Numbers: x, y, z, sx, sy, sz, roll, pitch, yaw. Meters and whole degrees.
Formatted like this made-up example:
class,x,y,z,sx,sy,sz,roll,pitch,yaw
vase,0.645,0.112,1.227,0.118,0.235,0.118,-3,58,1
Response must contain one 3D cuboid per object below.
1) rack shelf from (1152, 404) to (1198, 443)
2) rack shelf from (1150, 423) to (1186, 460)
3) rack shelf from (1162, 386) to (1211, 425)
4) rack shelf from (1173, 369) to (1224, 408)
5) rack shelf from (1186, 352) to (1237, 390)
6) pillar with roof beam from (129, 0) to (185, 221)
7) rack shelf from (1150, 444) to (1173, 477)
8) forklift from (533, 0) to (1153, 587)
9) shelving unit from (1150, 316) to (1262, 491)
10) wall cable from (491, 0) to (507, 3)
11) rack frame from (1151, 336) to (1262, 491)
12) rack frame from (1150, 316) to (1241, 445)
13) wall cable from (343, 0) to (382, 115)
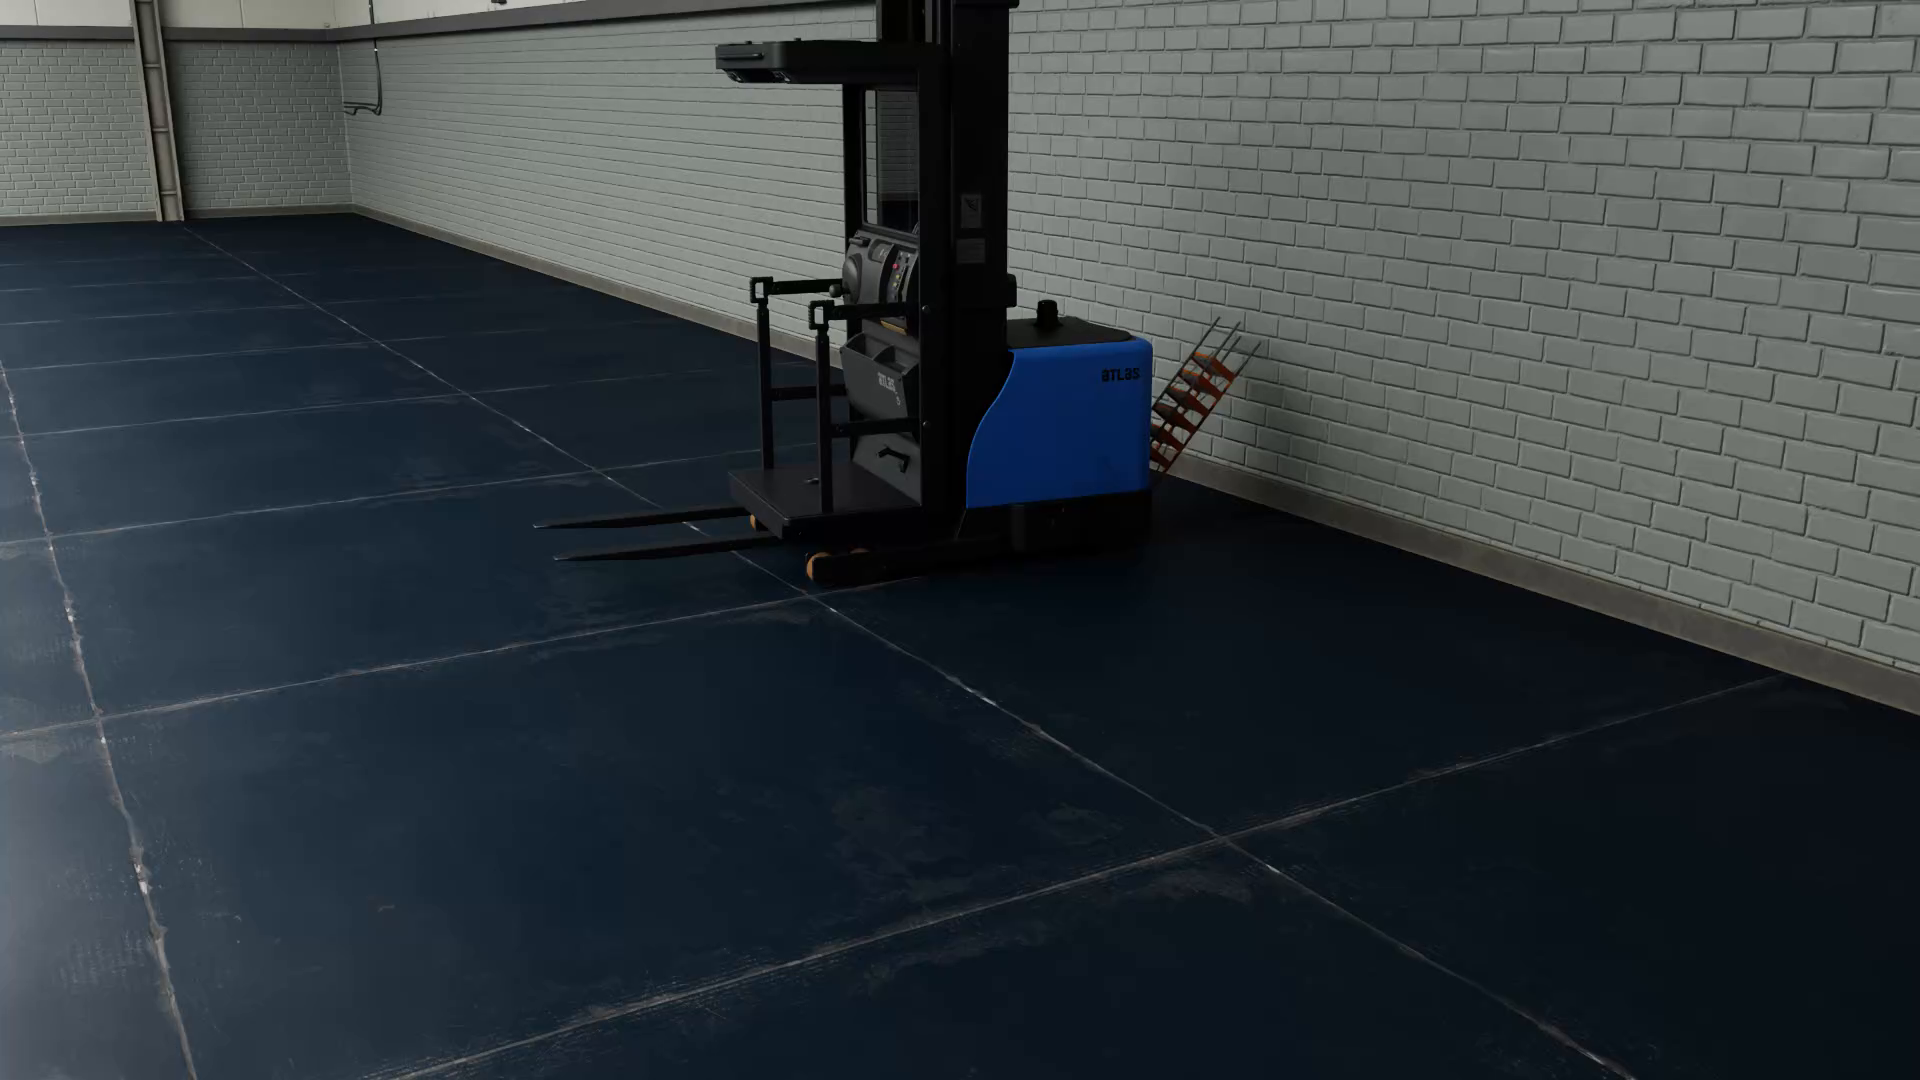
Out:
class,x,y,z,sx,sy,sz,roll,pitch,yaw
rack shelf,1.184,-0.661,9.294,0.180,0.103,0.258,37,-1,-26
rack shelf,1.113,-0.565,9.292,0.180,0.103,0.258,37,-1,-26
rack shelf,1.255,-0.758,9.296,0.180,0.103,0.258,37,-1,-26
rack shelf,1.327,-0.854,9.298,0.180,0.103,0.258,37,-1,-26
rack shelf,1.398,-0.950,9.301,0.180,0.103,0.258,37,-1,-26
pillar with roof beam,-11.015,-8.700,23.112,0.400,9.000,9.100,-9,18,-30
rack shelf,1.041,-0.468,9.290,0.180,0.103,0.258,37,-1,-26
forklift,-0.579,-1.347,8.122,3.031,2.935,1.130,-6,17,-22
shelving unit,1.210,-0.697,9.295,0.189,1.200,0.258,37,-1,-26
wall cable,-5.151,-9.238,18.733,0.169,6.003,2.305,-9,18,-30
rack frame,1.276,-0.648,9.336,0.006,1.200,0.240,37,-1,-26
rack frame,1.145,-0.746,9.255,0.006,1.200,0.240,37,-1,-26
wall cable,-10.026,-8.304,27.454,0.112,2.526,3.097,-9,18,-30
